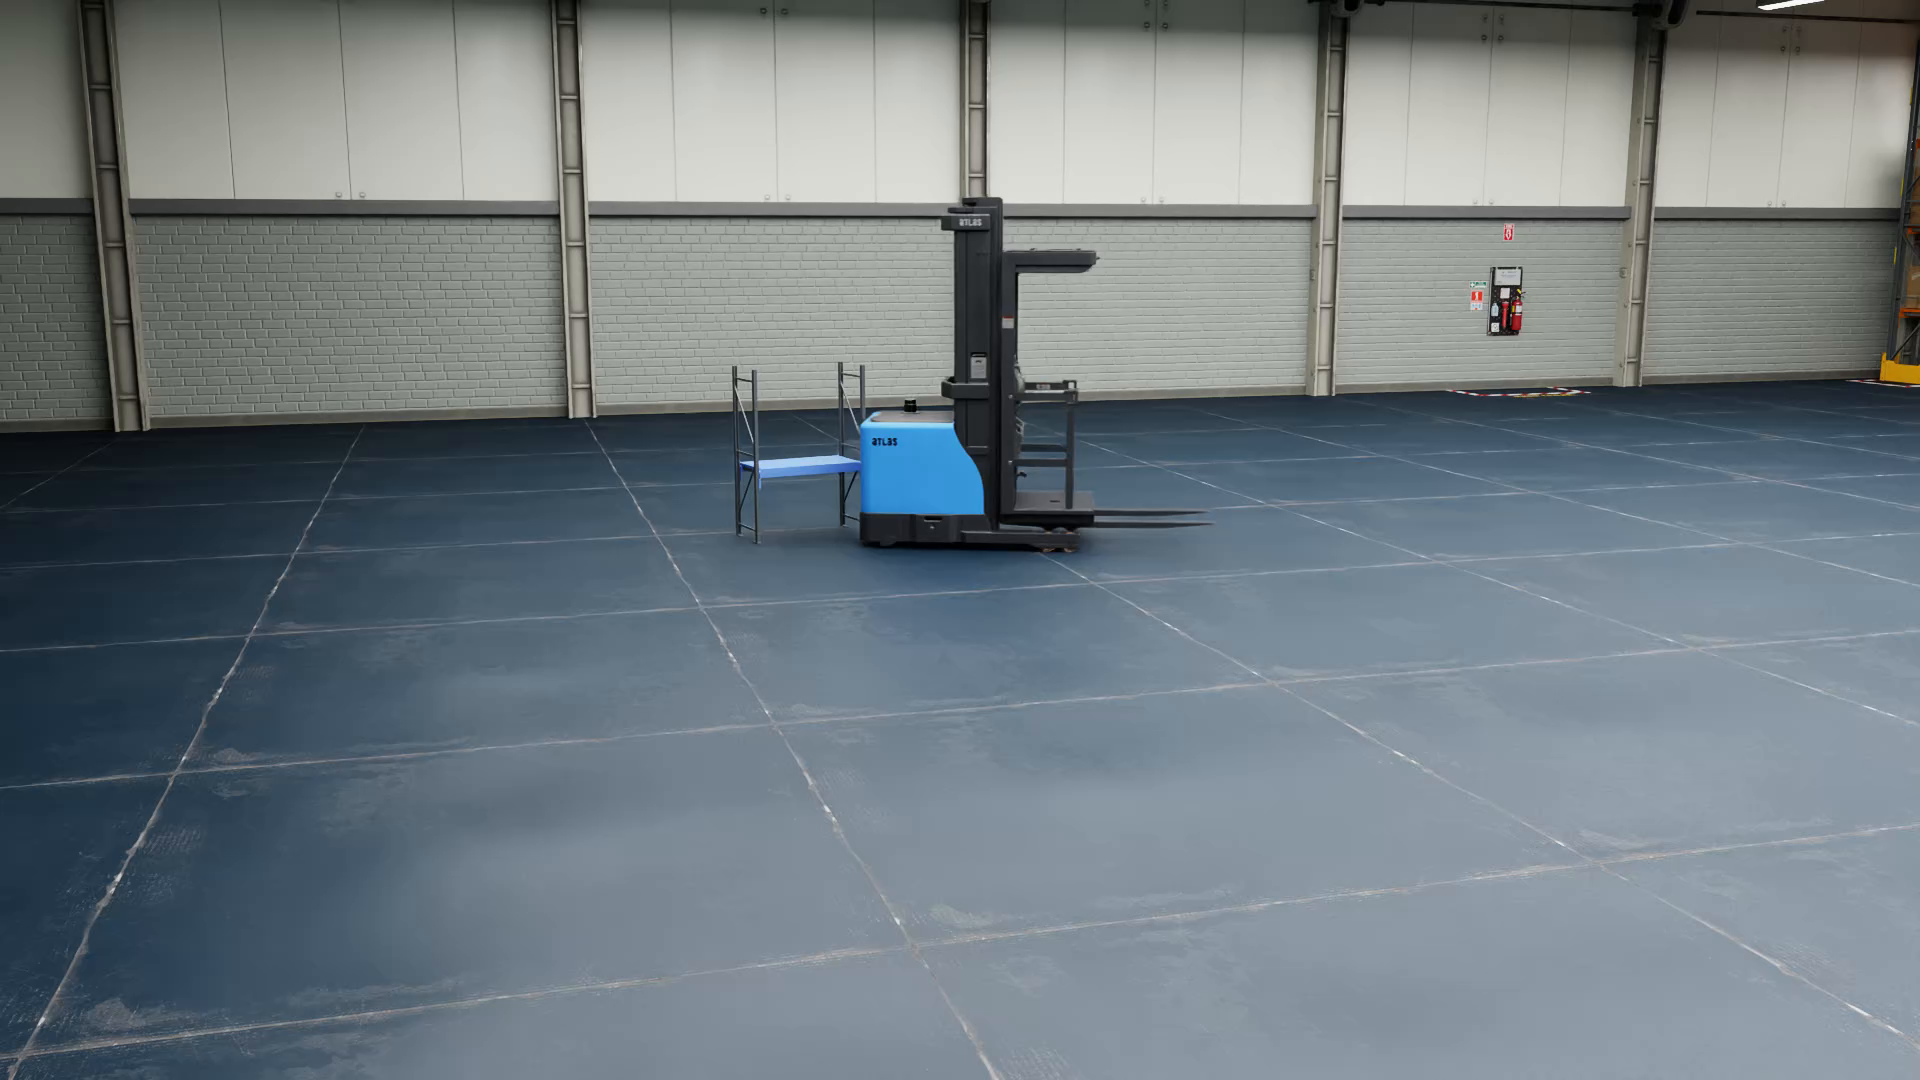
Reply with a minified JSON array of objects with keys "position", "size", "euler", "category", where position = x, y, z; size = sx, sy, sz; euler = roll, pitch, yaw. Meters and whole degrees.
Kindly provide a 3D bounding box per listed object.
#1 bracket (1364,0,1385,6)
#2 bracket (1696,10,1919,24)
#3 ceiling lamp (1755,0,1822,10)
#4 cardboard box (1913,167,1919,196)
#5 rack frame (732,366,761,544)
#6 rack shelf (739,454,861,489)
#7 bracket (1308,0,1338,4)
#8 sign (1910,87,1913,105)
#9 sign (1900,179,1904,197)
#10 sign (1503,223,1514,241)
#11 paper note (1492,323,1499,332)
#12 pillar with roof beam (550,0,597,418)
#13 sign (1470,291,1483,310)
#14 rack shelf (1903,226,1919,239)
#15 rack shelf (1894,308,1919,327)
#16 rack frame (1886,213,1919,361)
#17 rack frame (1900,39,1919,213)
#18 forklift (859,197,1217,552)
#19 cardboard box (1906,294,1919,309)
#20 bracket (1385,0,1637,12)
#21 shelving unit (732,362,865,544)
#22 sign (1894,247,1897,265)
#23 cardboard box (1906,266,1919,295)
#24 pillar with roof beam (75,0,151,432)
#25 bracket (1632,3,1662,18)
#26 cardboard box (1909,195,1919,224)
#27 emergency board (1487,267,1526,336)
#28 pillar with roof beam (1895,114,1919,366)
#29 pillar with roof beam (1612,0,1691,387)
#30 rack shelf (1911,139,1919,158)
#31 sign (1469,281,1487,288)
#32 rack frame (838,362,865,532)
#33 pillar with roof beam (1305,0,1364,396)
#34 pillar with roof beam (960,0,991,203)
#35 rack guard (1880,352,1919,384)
[{"position":[6.485,-8.569,26.296],"size":[0.430,0.232,0.235],"euler":[-3,11,-16],"category":"bracket"},{"position":[14.719,-9.003,28.654],"size":[4.783,0.066,0.076],"euler":[-3,11,-16],"category":"bracket"},{"position":[11.717,-9.077,22.874],"size":[0.800,3.185,2.000],"euler":[-3,11,-16],"category":"ceiling lamp"},{"position":[17.419,-6.404,29.668],"size":[0.500,0.500,0.500],"euler":[-3,11,-13],"category":"cardboard box"},{"position":[-1.857,-0.744,14.447],"size":[0.032,1.500,0.500],"euler":[-6,12,-28],"category":"rack frame"},{"position":[-1.412,-0.612,14.722],"size":[1.000,0.185,0.538],"euler":[-6,12,-28],"category":"rack shelf"},{"position":[5.688,-8.527,26.068],"size":[0.430,0.232,0.235],"euler":[-3,11,-16],"category":"bracket"},{"position":[16.943,-7.896,29.563],"size":[0.005,0.325,0.100],"euler":[-3,11,-16],"category":"sign"},{"position":[16.942,-6.319,29.854],"size":[0.005,0.325,0.100],"euler":[-3,11,-16],"category":"sign"},{"position":[9.329,-5.231,28.274],"size":[0.199,0.298,0.001],"euler":[-3,11,-16],"category":"sign"},{"position":[9.175,-3.644,28.489],"size":[0.142,0.148,0.016],"euler":[-3,11,-16],"category":"paper note"},{"position":[-4.332,-5.484,19.479],"size":[0.400,9.000,9.100],"euler":[-3,11,-16],"category":"pillar with roof beam"},{"position":[8.805,-4.082,28.335],"size":[0.234,0.329,0.001],"euler":[-3,11,-16],"category":"sign"},{"position":[18.999,-5.533,30.019],"size":[4.000,0.370,1.077],"euler":[-3,11,-16],"category":"rack shelf"},{"position":[18.999,-4.058,30.291],"size":[4.000,0.370,1.077],"euler":[-3,11,-16],"category":"rack shelf"},{"position":[17.078,-4.310,29.676],"size":[0.127,3.000,1.000],"euler":[-3,11,-16],"category":"rack frame"},{"position":[17.078,-7.261,29.133],"size":[0.127,3.000,1.000],"euler":[-3,11,-16],"category":"rack frame"},{"position":[0.681,-1.440,14.273],"size":[3.031,2.935,1.130],"euler":[1,10,3],"category":"forklift"},{"position":[17.473,-4.304,29.999],"size":[0.500,0.250,0.500],"euler":[-3,11,-15],"category":"cardboard box"},{"position":[8.958,-8.699,27.004],"size":[4.783,0.066,0.076],"euler":[-3,11,-16],"category":"bracket"},{"position":[-1.412,-0.789,14.690],"size":[1.048,1.500,0.538],"euler":[-6,12,-28],"category":"shelving unit"},{"position":[16.942,-5.133,30.072],"size":[0.005,0.325,0.100],"euler":[-3,11,-16],"category":"sign"},{"position":[17.471,-4.676,29.950],"size":[0.500,0.500,0.500],"euler":[-3,11,-17],"category":"cardboard box"},{"position":[-10.092,-5.180,17.830],"size":[0.400,9.000,9.100],"euler":[-3,11,-16],"category":"pillar with roof beam"},{"position":[11.449,-8.831,27.717],"size":[0.430,0.232,0.235],"euler":[-3,11,-16],"category":"bracket"},{"position":[17.408,-5.910,29.747],"size":[0.500,0.500,0.500],"euler":[-2,11,-12],"category":"cardboard box"},{"position":[9.364,-4.074,28.392],"size":[0.643,1.169,0.194],"euler":[-3,11,-16],"category":"emergency board"},{"position":[18.712,-6.698,26.077],"size":[0.400,9.000,9.100],"euler":[-3,11,-16],"category":"pillar with roof beam"},{"position":[12.951,-6.395,24.427],"size":[0.548,9.000,9.100],"euler":[-3,11,-16],"category":"pillar with roof beam"},{"position":[18.999,-7.007,29.748],"size":[4.000,0.370,1.077],"euler":[-3,11,-16],"category":"rack shelf"},{"position":[8.812,-4.341,28.279],"size":[0.331,0.109,0.001],"euler":[-3,11,-16],"category":"sign"},{"position":[-0.968,-0.834,14.932],"size":[0.032,1.500,0.500],"euler":[-6,12,-28],"category":"rack frame"},{"position":[7.190,-6.091,22.778],"size":[0.548,9.000,9.100],"euler":[-3,11,-16],"category":"pillar with roof beam"},{"position":[1.429,-5.787,21.129],"size":[0.548,9.000,9.100],"euler":[-3,11,-16],"category":"pillar with roof beam"},{"position":[17.151,-3.085,29.923],"size":[0.348,0.500,1.175],"euler":[-3,11,-16],"category":"rack guard"}]
